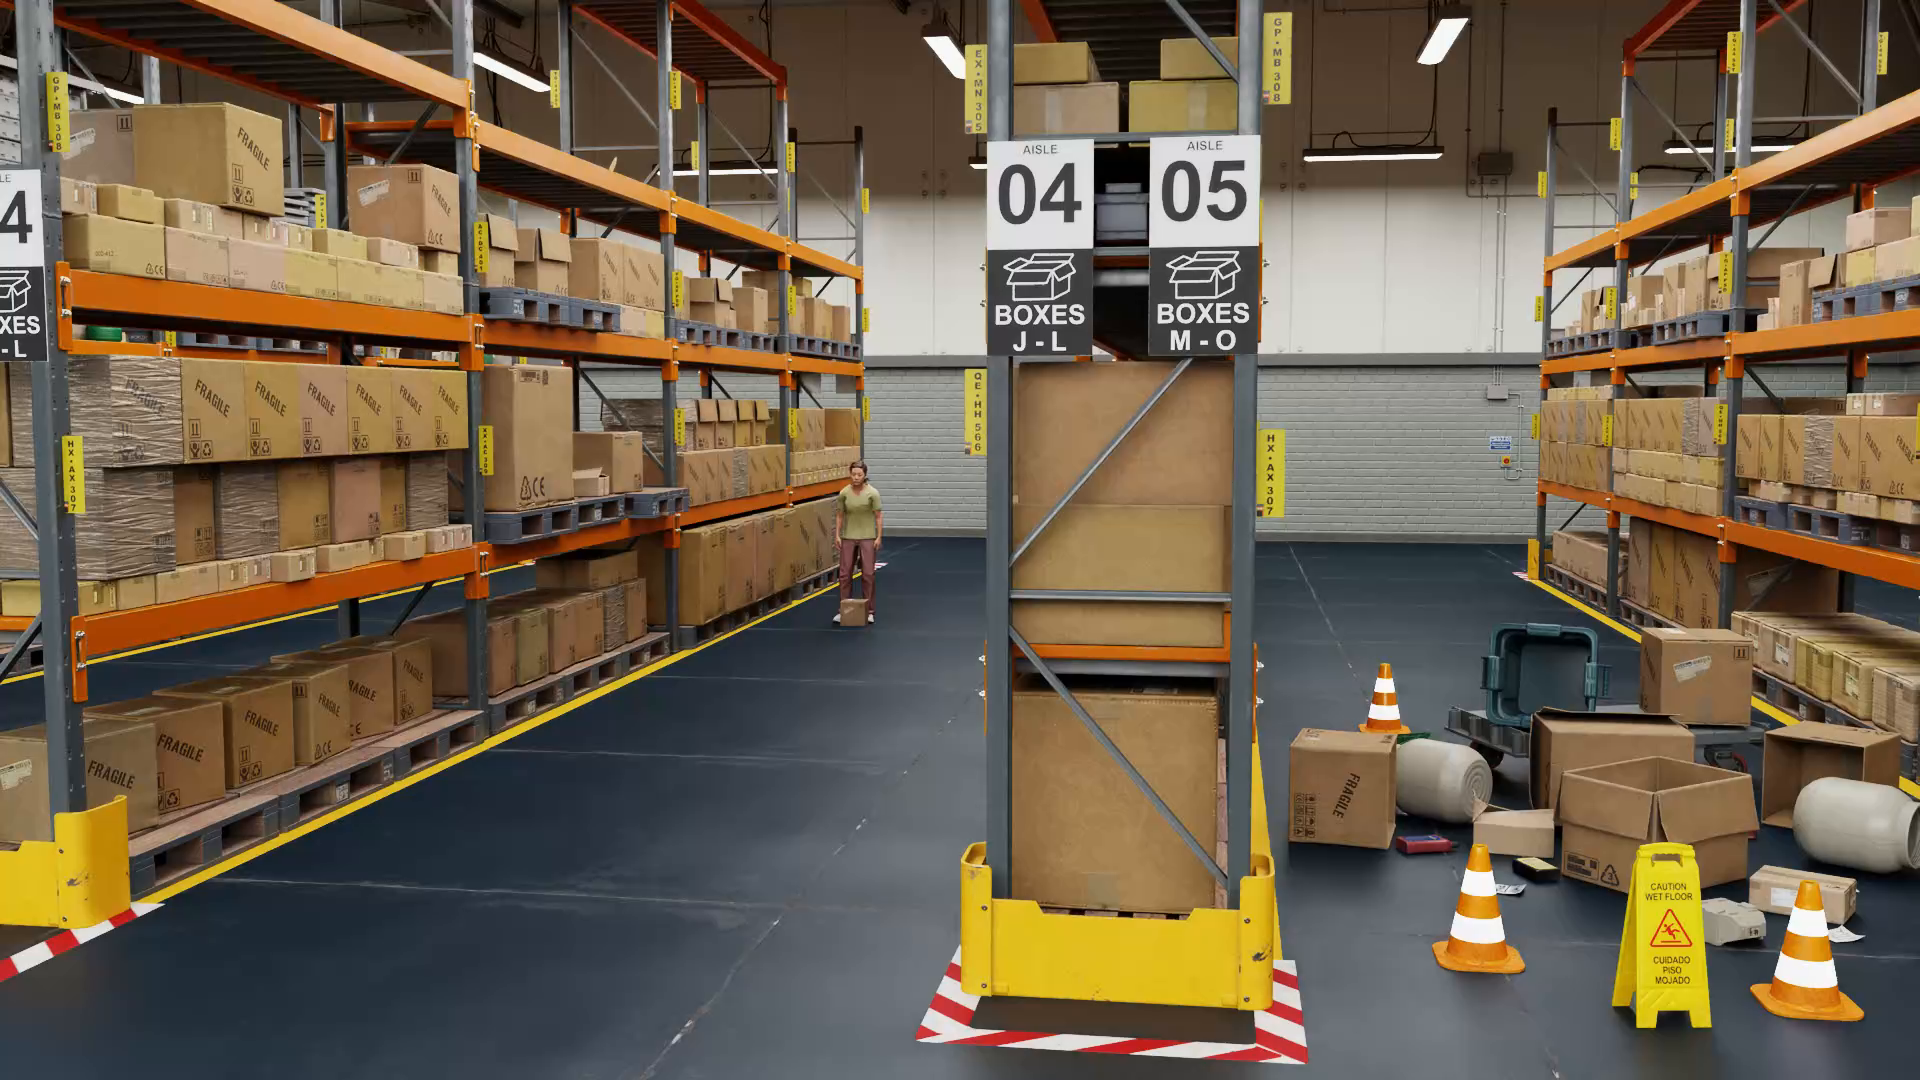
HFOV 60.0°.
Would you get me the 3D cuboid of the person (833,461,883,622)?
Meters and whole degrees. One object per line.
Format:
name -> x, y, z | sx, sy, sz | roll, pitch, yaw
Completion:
person -> -1.051, 0.013, 17.198 | 0.499, 1.673, 0.357 | 1, 5, 9
